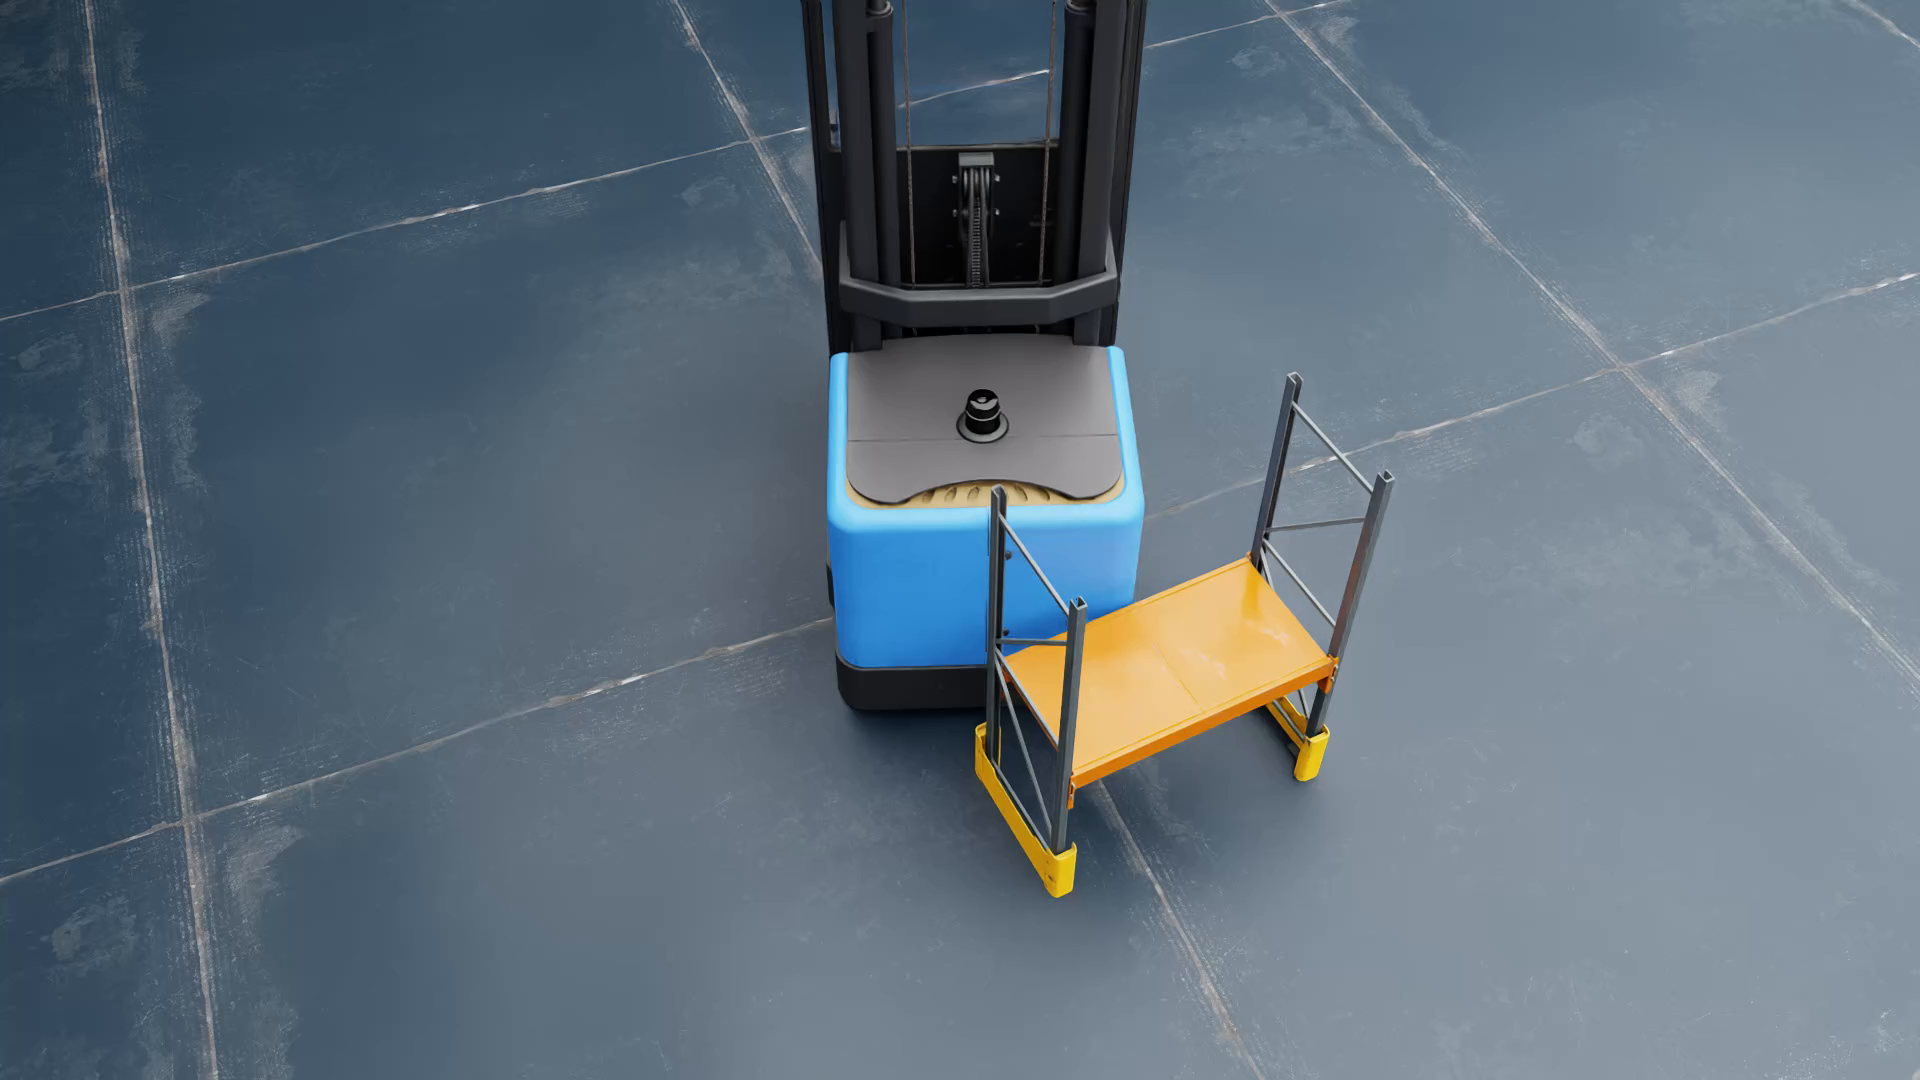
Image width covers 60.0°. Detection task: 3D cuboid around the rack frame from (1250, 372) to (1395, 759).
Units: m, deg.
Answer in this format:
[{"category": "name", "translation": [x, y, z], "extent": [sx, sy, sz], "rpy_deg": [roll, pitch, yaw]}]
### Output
[{"category": "rack frame", "translation": [1.120, 0.150, 5.473], "extent": [0.032, 1.500, 0.500], "rpy_deg": [-21, 53, -17]}]

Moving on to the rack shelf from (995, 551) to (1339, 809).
[{"category": "rack shelf", "translation": [0.668, 0.443, 5.459], "extent": [1.000, 0.185, 0.538], "rpy_deg": [-21, 53, -17]}]

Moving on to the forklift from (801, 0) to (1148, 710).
[{"category": "forklift", "translation": [0.036, -1.456, 5.910], "extent": [1.130, 2.935, 3.031], "rpy_deg": [-1, 49, -1]}]

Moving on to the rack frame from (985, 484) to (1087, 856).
[{"category": "rack frame", "translation": [0.215, 0.502, 5.171], "extent": [0.032, 1.500, 0.500], "rpy_deg": [-21, 53, -17]}]

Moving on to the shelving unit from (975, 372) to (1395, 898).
[{"category": "shelving unit", "translation": [0.659, 0.329, 5.319], "extent": [1.083, 1.500, 0.587], "rpy_deg": [-21, 53, -17]}]

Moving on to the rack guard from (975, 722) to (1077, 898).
[{"category": "rack guard", "translation": [0.216, 0.909, 5.645], "extent": [0.087, 0.250, 0.587], "rpy_deg": [-21, 53, -17]}]

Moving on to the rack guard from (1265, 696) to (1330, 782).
[{"category": "rack guard", "translation": [1.103, 0.564, 5.942], "extent": [0.087, 0.250, 0.587], "rpy_deg": [-21, 53, -17]}]
